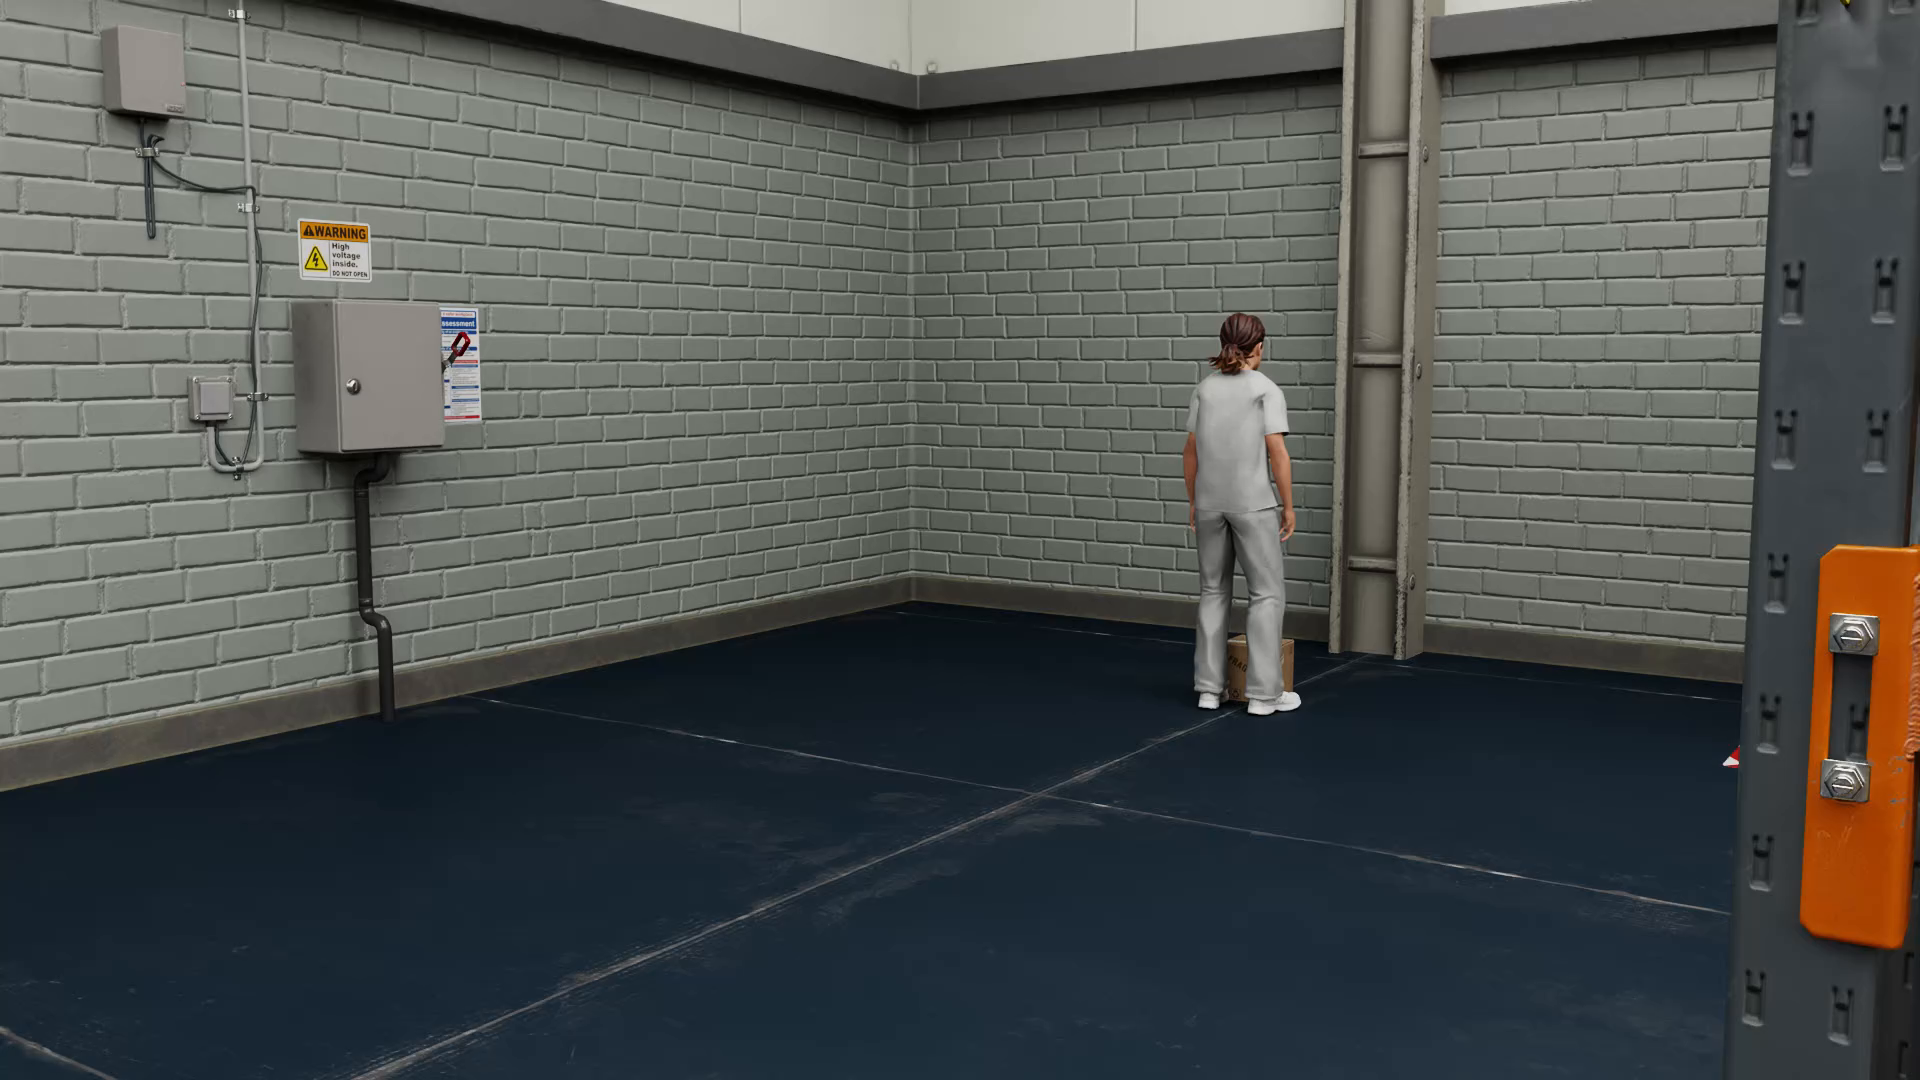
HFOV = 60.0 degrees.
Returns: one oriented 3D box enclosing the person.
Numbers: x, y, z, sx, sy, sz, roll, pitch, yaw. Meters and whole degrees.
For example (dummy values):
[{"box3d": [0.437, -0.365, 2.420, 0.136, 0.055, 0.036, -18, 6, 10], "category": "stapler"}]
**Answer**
[{"box3d": [1.173, -0.117, 7.009, 0.486, 1.673, 0.358, 4, 8, 34], "category": "person"}]
